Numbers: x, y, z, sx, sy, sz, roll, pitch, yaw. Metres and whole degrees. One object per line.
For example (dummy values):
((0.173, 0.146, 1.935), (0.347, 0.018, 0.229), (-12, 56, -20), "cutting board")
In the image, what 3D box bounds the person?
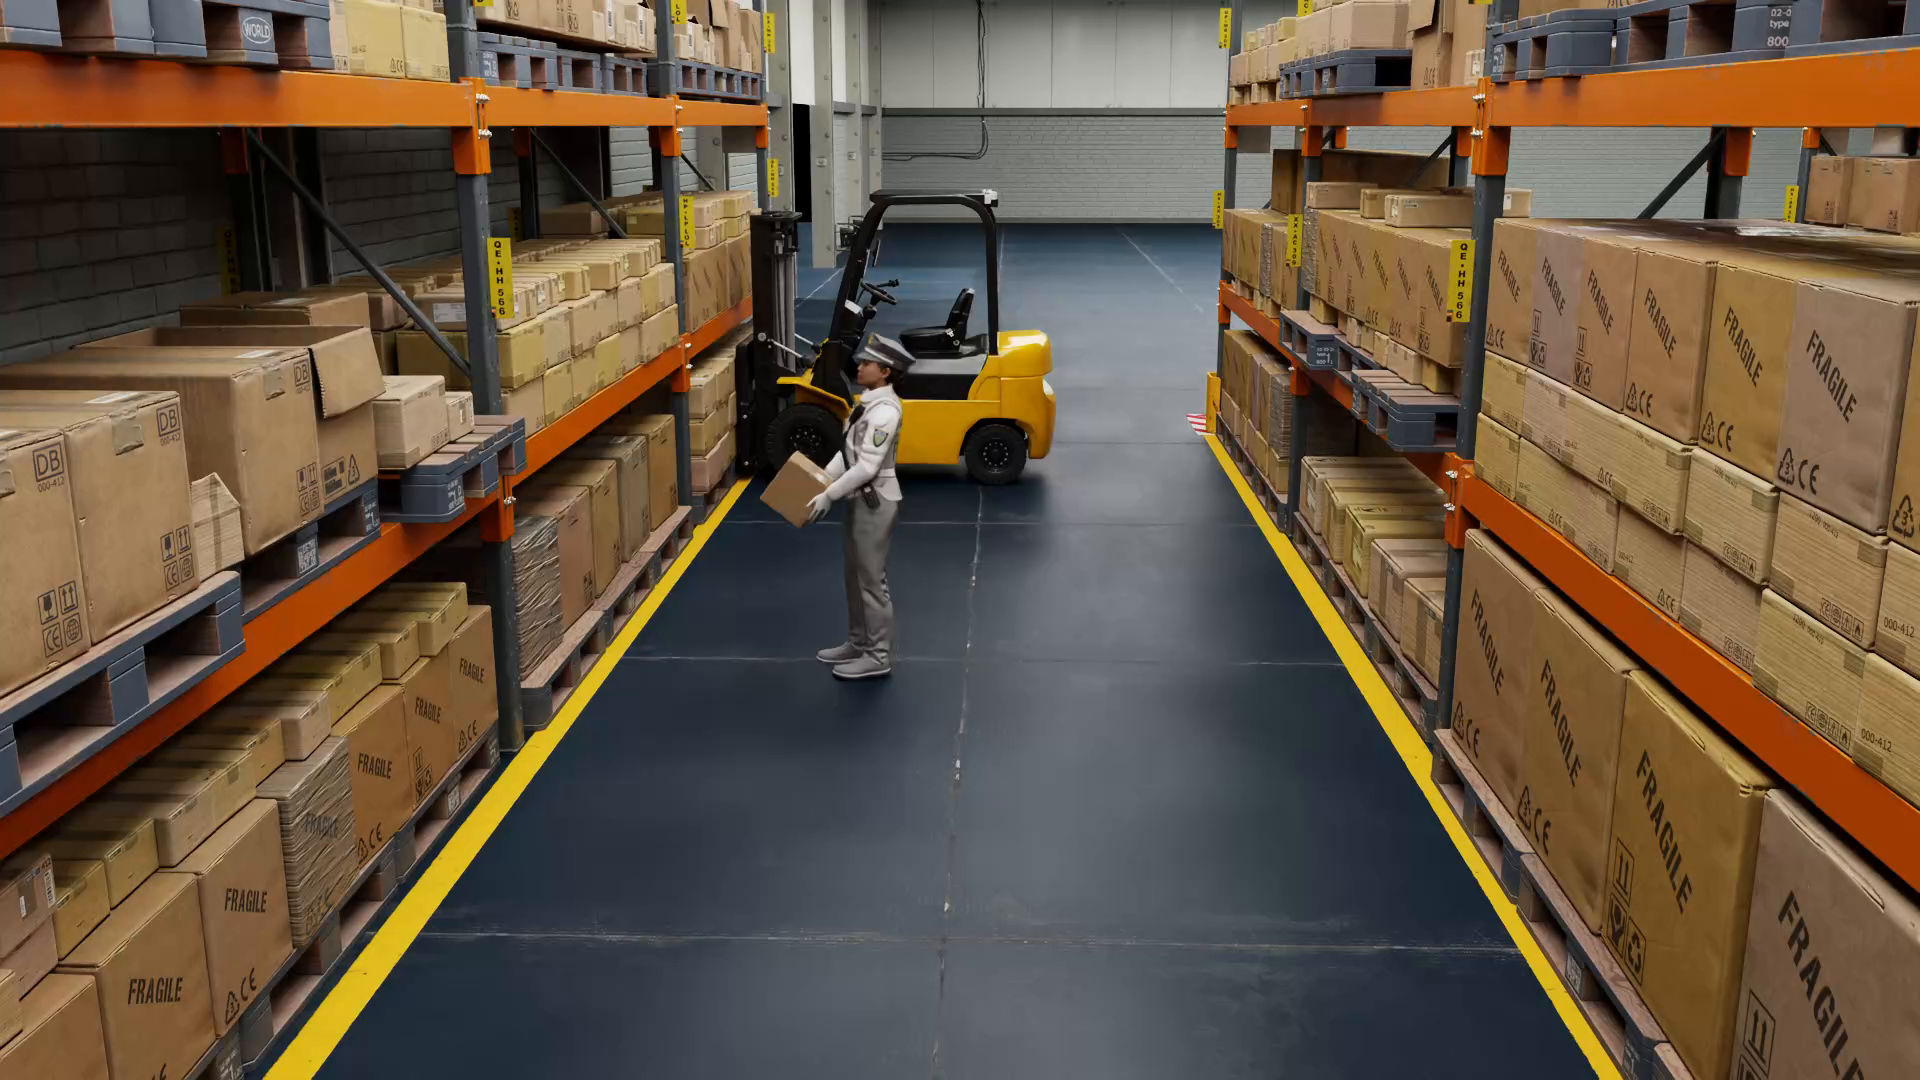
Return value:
((-0.489, -0.167, 8.089), (0.535, 1.701, 0.511), (-2, 14, -10), "person")
